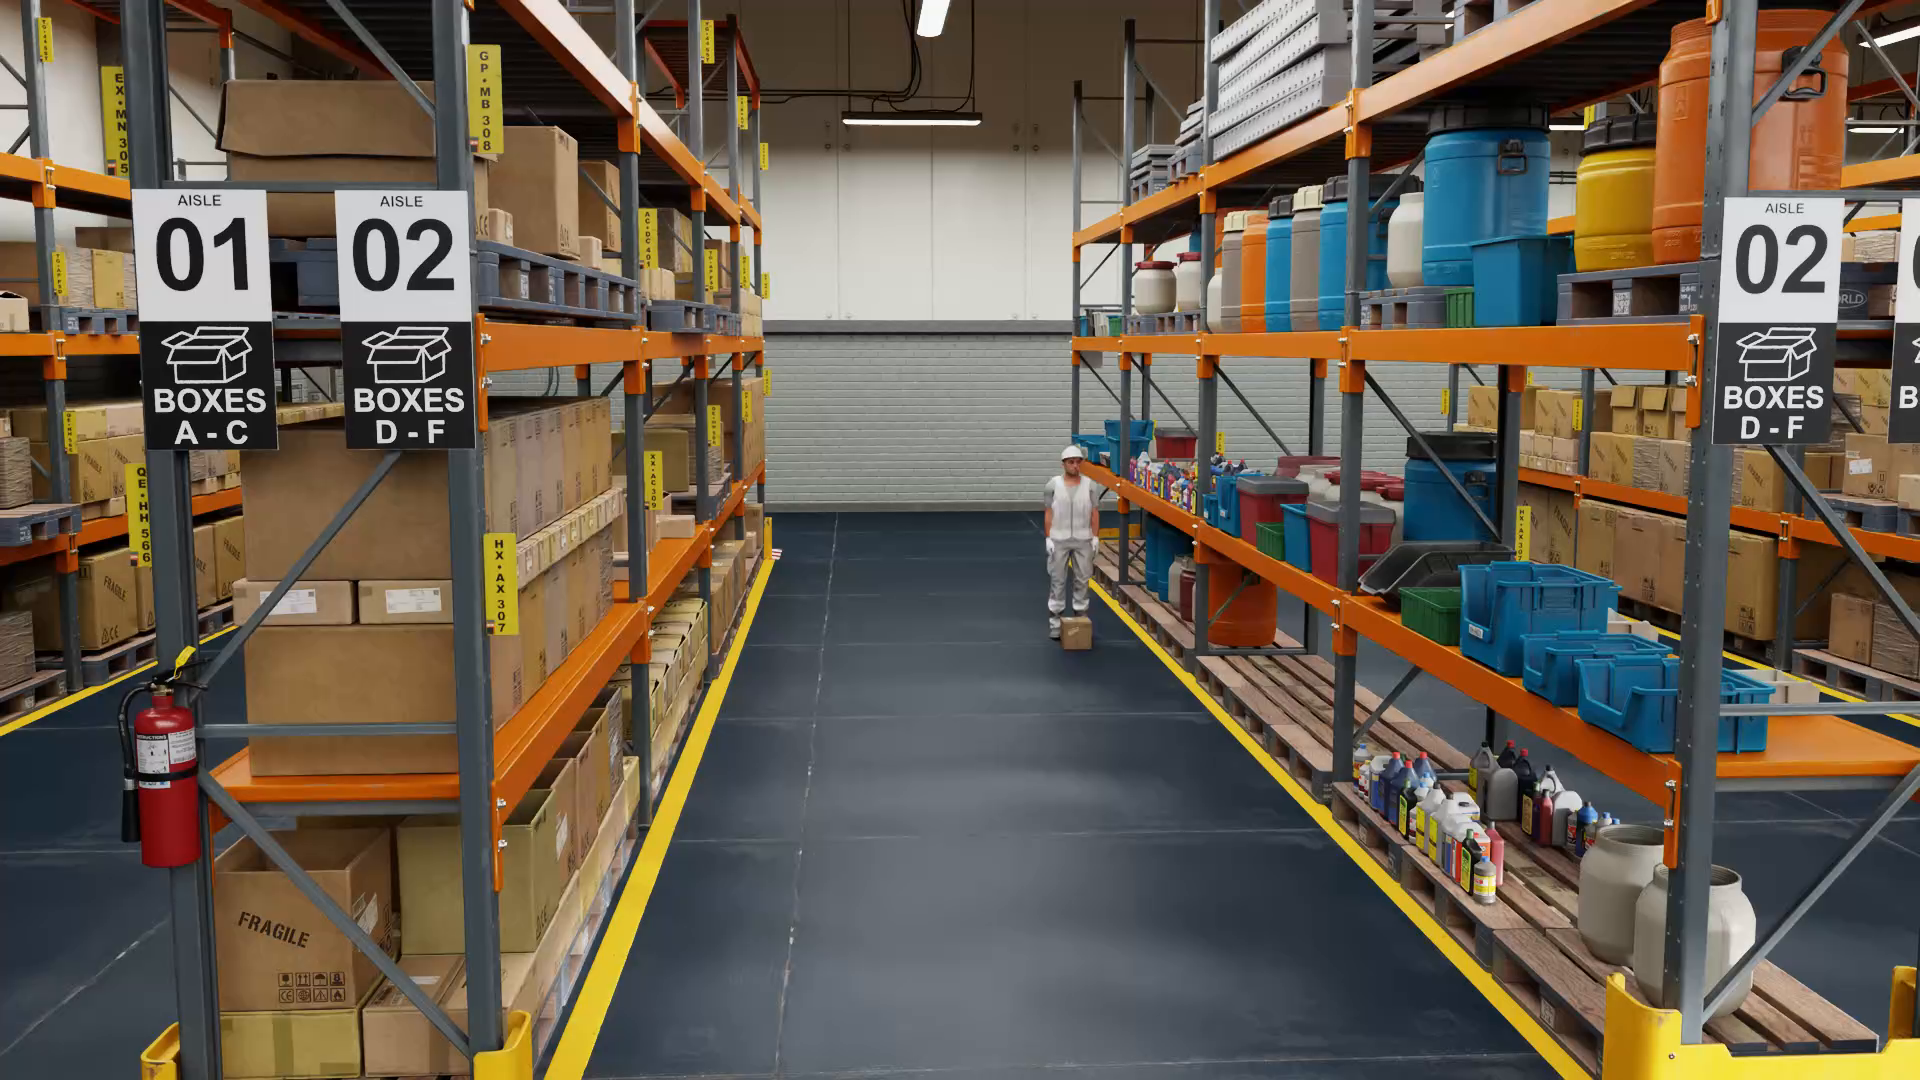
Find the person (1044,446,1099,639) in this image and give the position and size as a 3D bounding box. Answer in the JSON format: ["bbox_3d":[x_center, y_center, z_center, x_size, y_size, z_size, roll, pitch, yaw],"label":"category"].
[{"bbox_3d":[1.037,0.021,15.439,0.523,1.790,0.331,0,7,-2],"label":"person"}]
